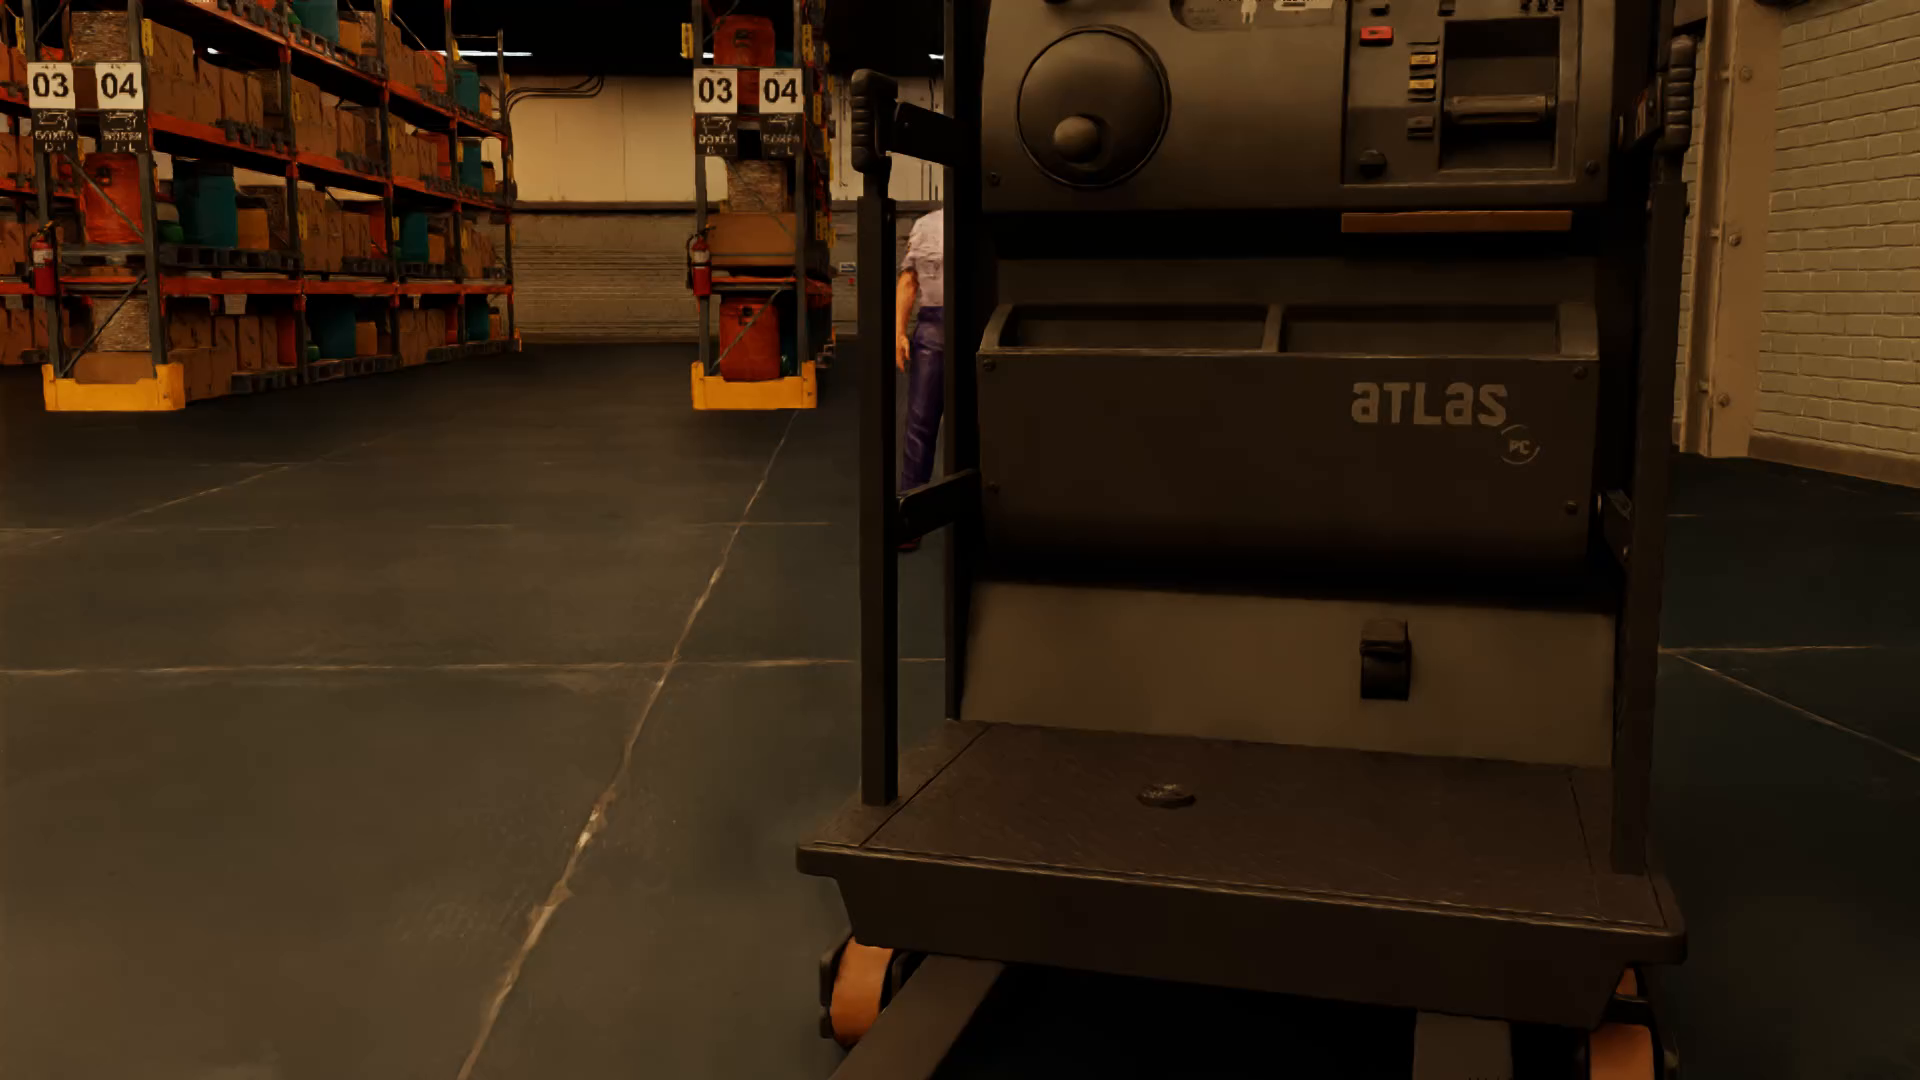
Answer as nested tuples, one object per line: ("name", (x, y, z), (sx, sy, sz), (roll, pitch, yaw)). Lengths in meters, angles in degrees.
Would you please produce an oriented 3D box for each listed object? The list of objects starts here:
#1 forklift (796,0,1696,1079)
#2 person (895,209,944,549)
("forklift", (0.435, -0.740, 2.310), (1.130, 2.935, 3.031), (2, 9, 16))
("person", (-0.017, -0.804, 7.098), (0.599, 1.642, 0.502), (-1, 8, -4))
